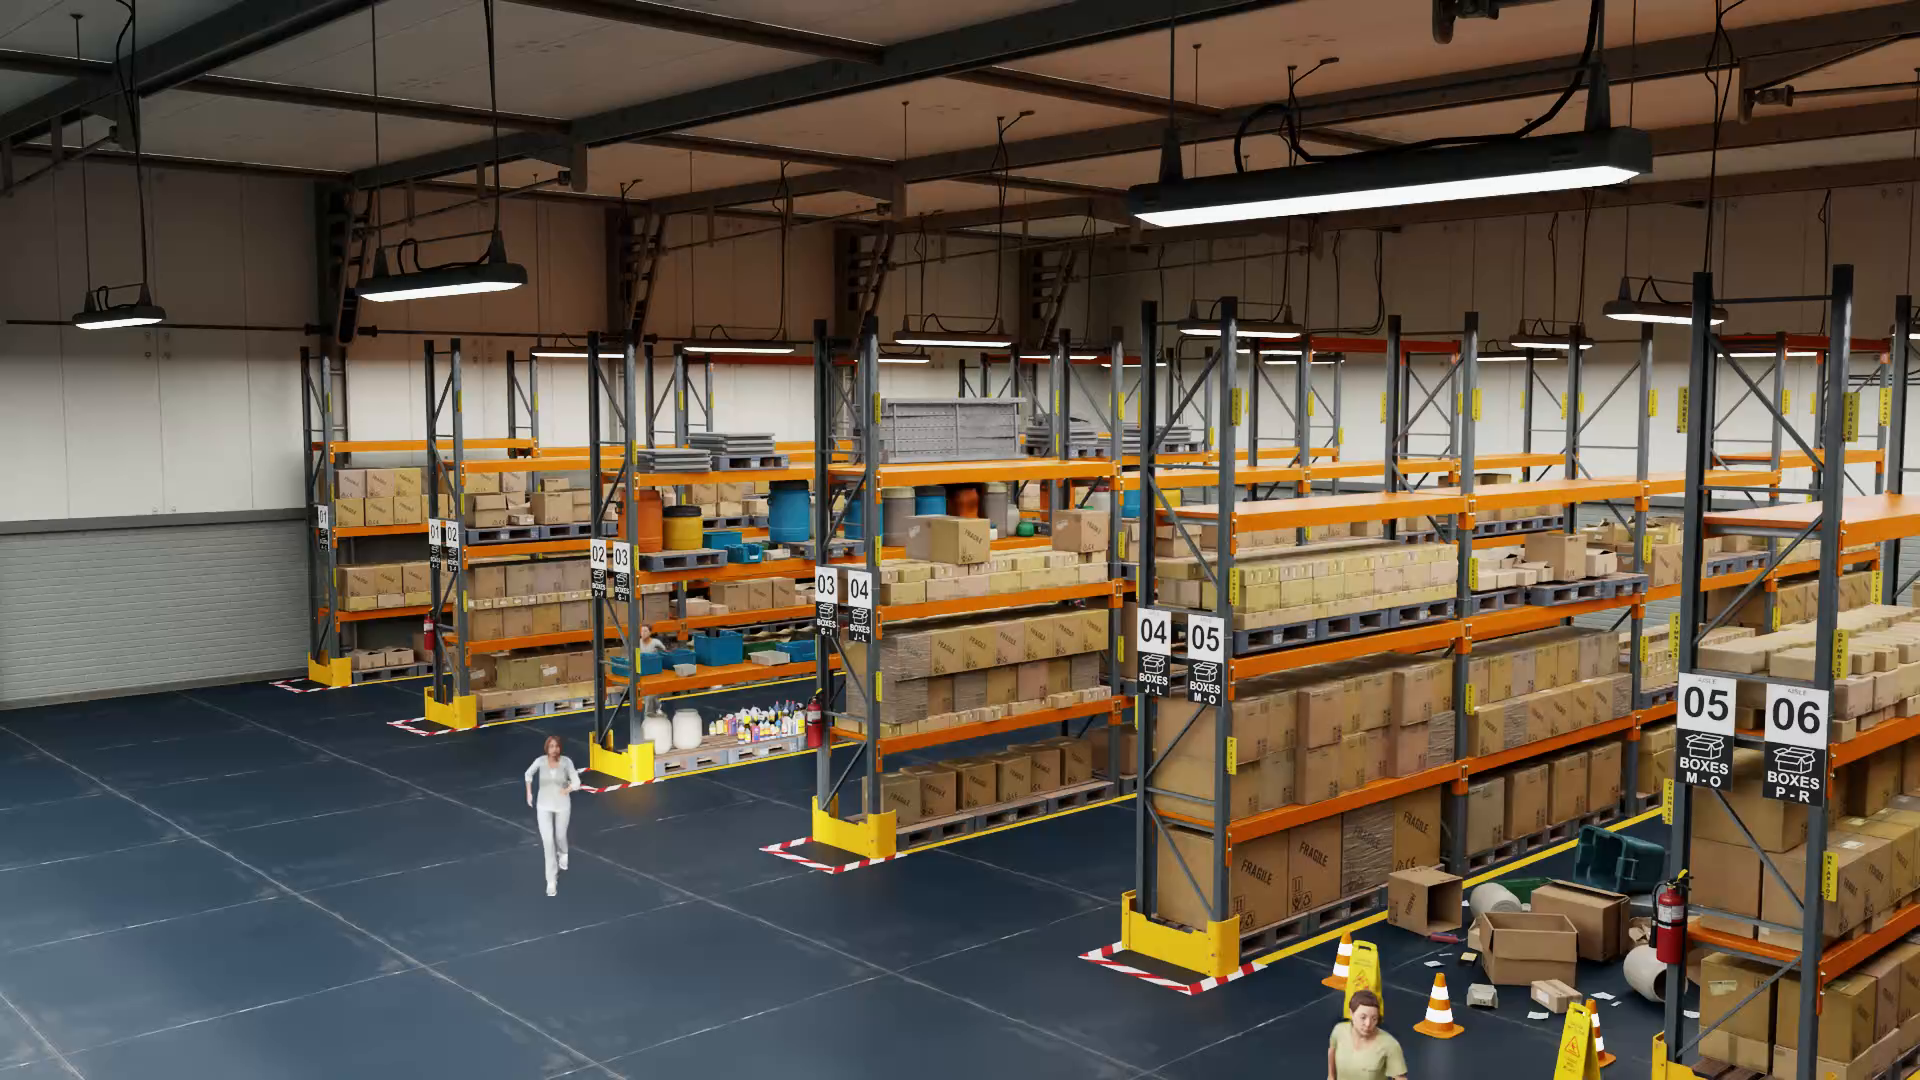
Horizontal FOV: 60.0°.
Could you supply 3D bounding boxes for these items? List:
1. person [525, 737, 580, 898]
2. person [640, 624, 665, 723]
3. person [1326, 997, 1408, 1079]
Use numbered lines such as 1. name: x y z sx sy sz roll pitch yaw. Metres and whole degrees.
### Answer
1. person: -4.262 2.840 17.408 0.560 1.601 0.882 -1 5 -14
2. person: -4.824 2.088 25.892 0.566 1.620 0.742 1 5 13
3. person: 2.411 3.478 9.934 0.552 1.596 0.830 2 5 22
